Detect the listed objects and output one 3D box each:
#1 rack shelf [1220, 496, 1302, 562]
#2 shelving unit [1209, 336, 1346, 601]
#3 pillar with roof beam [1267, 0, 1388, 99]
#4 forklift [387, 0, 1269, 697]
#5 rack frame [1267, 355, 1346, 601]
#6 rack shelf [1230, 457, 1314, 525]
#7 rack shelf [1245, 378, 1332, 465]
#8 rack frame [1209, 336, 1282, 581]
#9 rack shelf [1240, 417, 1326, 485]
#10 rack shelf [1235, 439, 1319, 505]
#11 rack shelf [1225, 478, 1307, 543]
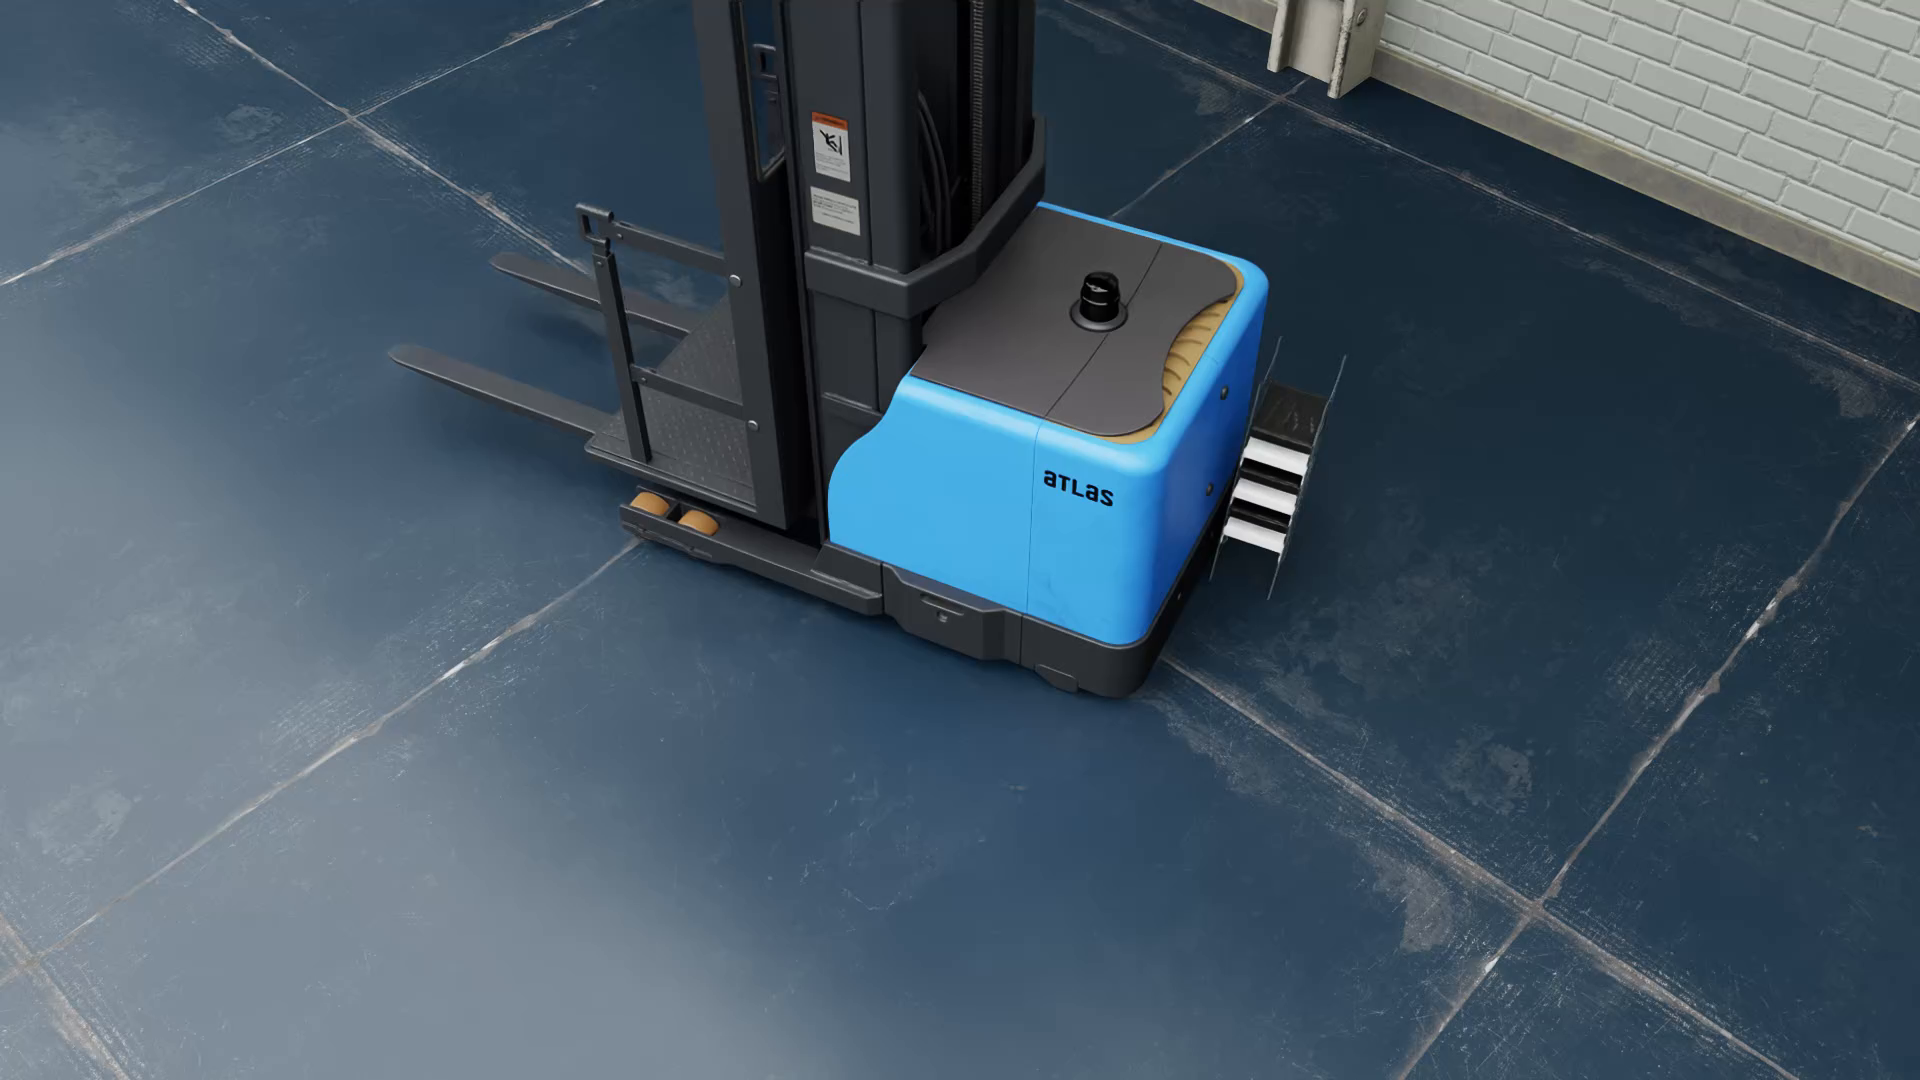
[{"bbox_3d":[0.995,-0.069,5.482,0.200,0.077,0.258,19,50,13],"label":"rack shelf"},{"bbox_3d":[1.006,-0.211,5.323,0.210,0.900,0.258,19,50,13],"label":"shelving unit"},{"bbox_3d":[-1.226,-2.982,2.377,0.400,9.000,9.100,34,55,28],"label":"pillar with roof beam"},{"bbox_3d":[-0.596,-1.266,4.928,3.031,2.935,1.130,20,50,18],"label":"forklift"},{"bbox_3d":[1.100,-0.179,5.301,0.006,0.900,0.240,19,50,13],"label":"rack frame"},{"bbox_3d":[1.004,-0.189,5.348,0.200,0.077,0.258,19,50,13],"label":"rack shelf"},{"bbox_3d":[1.019,-0.369,5.147,0.200,0.077,0.258,19,50,13],"label":"rack shelf"},{"bbox_3d":[0.912,-0.243,5.345,0.006,0.900,0.240,19,50,13],"label":"rack frame"},{"bbox_3d":[1.014,-0.309,5.214,0.200,0.077,0.258,19,50,13],"label":"rack shelf"},{"bbox_3d":[1.009,-0.249,5.281,0.200,0.077,0.258,19,50,13],"label":"rack shelf"},{"bbox_3d":[0.999,-0.129,5.415,0.200,0.077,0.258,19,50,13],"label":"rack shelf"}]
